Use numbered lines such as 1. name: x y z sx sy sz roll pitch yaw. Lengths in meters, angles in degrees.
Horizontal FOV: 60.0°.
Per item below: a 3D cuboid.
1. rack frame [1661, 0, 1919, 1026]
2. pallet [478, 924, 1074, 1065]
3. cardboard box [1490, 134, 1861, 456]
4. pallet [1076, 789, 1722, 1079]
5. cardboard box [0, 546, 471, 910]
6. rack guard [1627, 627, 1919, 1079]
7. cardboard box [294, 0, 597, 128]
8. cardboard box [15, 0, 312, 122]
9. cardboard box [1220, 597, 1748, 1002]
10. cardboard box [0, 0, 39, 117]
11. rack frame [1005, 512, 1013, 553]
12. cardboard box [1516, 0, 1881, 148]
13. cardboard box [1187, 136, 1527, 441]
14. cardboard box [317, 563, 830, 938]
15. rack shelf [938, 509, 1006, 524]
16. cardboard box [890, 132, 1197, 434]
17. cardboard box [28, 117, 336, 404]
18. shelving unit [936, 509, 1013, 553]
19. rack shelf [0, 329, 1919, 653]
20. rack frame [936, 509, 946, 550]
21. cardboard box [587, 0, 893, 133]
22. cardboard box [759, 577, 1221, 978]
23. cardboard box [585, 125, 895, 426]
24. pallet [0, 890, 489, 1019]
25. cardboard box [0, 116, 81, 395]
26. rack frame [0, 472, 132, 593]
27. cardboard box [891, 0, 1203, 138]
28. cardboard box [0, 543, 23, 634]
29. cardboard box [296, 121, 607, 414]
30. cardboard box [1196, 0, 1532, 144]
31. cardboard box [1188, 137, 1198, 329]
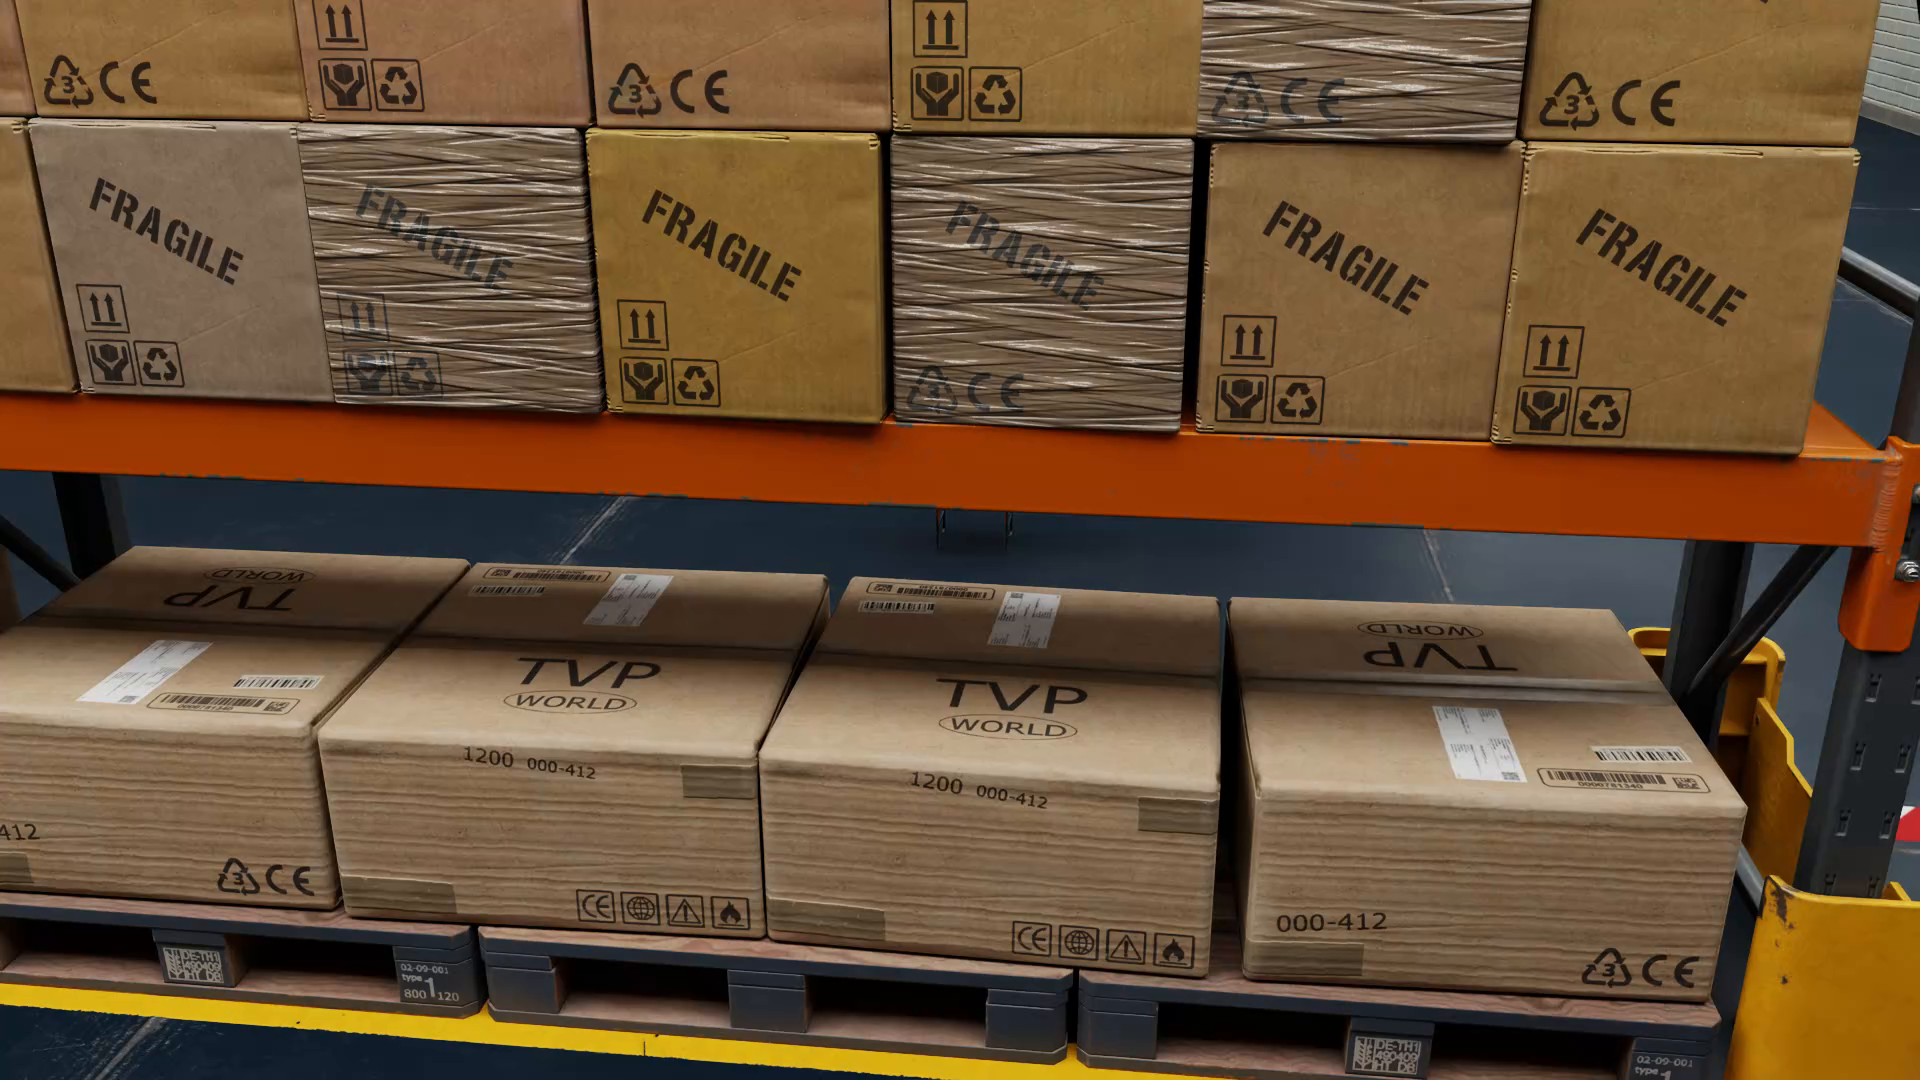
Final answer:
1. rack frame: 1.686 -0.500 3.124 0.127 3.000 1.000 2 22 6
2. pallet: -0.326 0.737 3.788 1.213 0.211 1.003 2 22 6
3. cardboard box: 1.176 -0.471 2.914 0.500 0.500 0.500 3 22 7
4. pallet: 0.883 0.791 3.652 1.213 0.211 1.003 2 22 6
5. cardboard box: -1.676 0.390 3.788 0.875 0.438 0.875 2 22 6
6. rack guard: 1.710 0.664 3.581 0.348 0.500 1.175 2 22 6
7. cardboard box: -0.834 -1.025 2.957 0.500 0.500 0.500 3 22 7
8. cardboard box: -1.341 -1.051 3.023 0.500 0.500 0.500 2 22 6
9. cardboard box: 1.019 0.504 3.498 0.875 0.438 0.875 2 22 4
10. cardboard box: -1.842 -1.075 3.084 0.500 0.500 0.500 3 22 7
11. rack frame: 0.174 -0.481 5.728 0.008 1.050 0.200 2 22 6
12. cardboard box: 1.179 -0.945 2.755 0.500 0.500 0.500 3 22 8
13. cardboard box: 0.679 -0.498 2.983 0.500 0.500 0.500 2 22 5
14. cardboard box: -0.786 0.428 3.691 0.875 0.438 0.875 2 22 5
15. rack shelf: 0.053 -0.218 5.847 0.240 0.259 0.215 2 22 6
16. cardboard box: 0.167 -0.517 3.030 0.500 0.500 0.500 3 22 8
17. cardboard box: -1.352 -0.580 3.192 0.500 0.500 0.500 3 22 7
18. shelving unit: 0.053 -0.486 5.741 0.252 1.050 0.215 2 22 6
19. rack shelf: -0.300 -0.252 3.476 4.000 0.370 1.077 2 22 6
20. rack frame: -0.068 -0.491 5.754 0.008 1.050 0.200 2 22 6
21. cardboard box: -0.333 -1.002 2.899 0.500 0.500 0.500 2 22 6
22. cardboard box: 0.109 0.468 3.591 0.875 0.438 0.875 3 22 8
23. cardboard box: -0.347 -0.534 3.075 0.500 0.500 0.500 3 22 8
24. pallet: -1.541 0.685 3.919 1.213 0.211 1.003 2 22 6
25. cardboard box: -1.851 -0.604 3.251 0.500 0.500 0.500 3 22 8
26. rack frame: -2.286 -0.673 3.562 0.127 3.000 1.000 2 22 6
27. cardboard box: 0.166 -0.980 2.842 0.500 0.500 0.500 2 22 6
28. cardboard box: -2.912 0.122 3.870 0.875 0.875 0.875 3 22 8
29. cardboard box: -0.859 -0.556 3.131 0.500 0.500 0.500 3 22 7
30. cardboard box: 0.657 -0.957 2.785 0.500 0.500 0.500 3 22 6
31. cardboard box: 0.737 -0.684 3.453 0.500 0.500 0.500 2 22 6
